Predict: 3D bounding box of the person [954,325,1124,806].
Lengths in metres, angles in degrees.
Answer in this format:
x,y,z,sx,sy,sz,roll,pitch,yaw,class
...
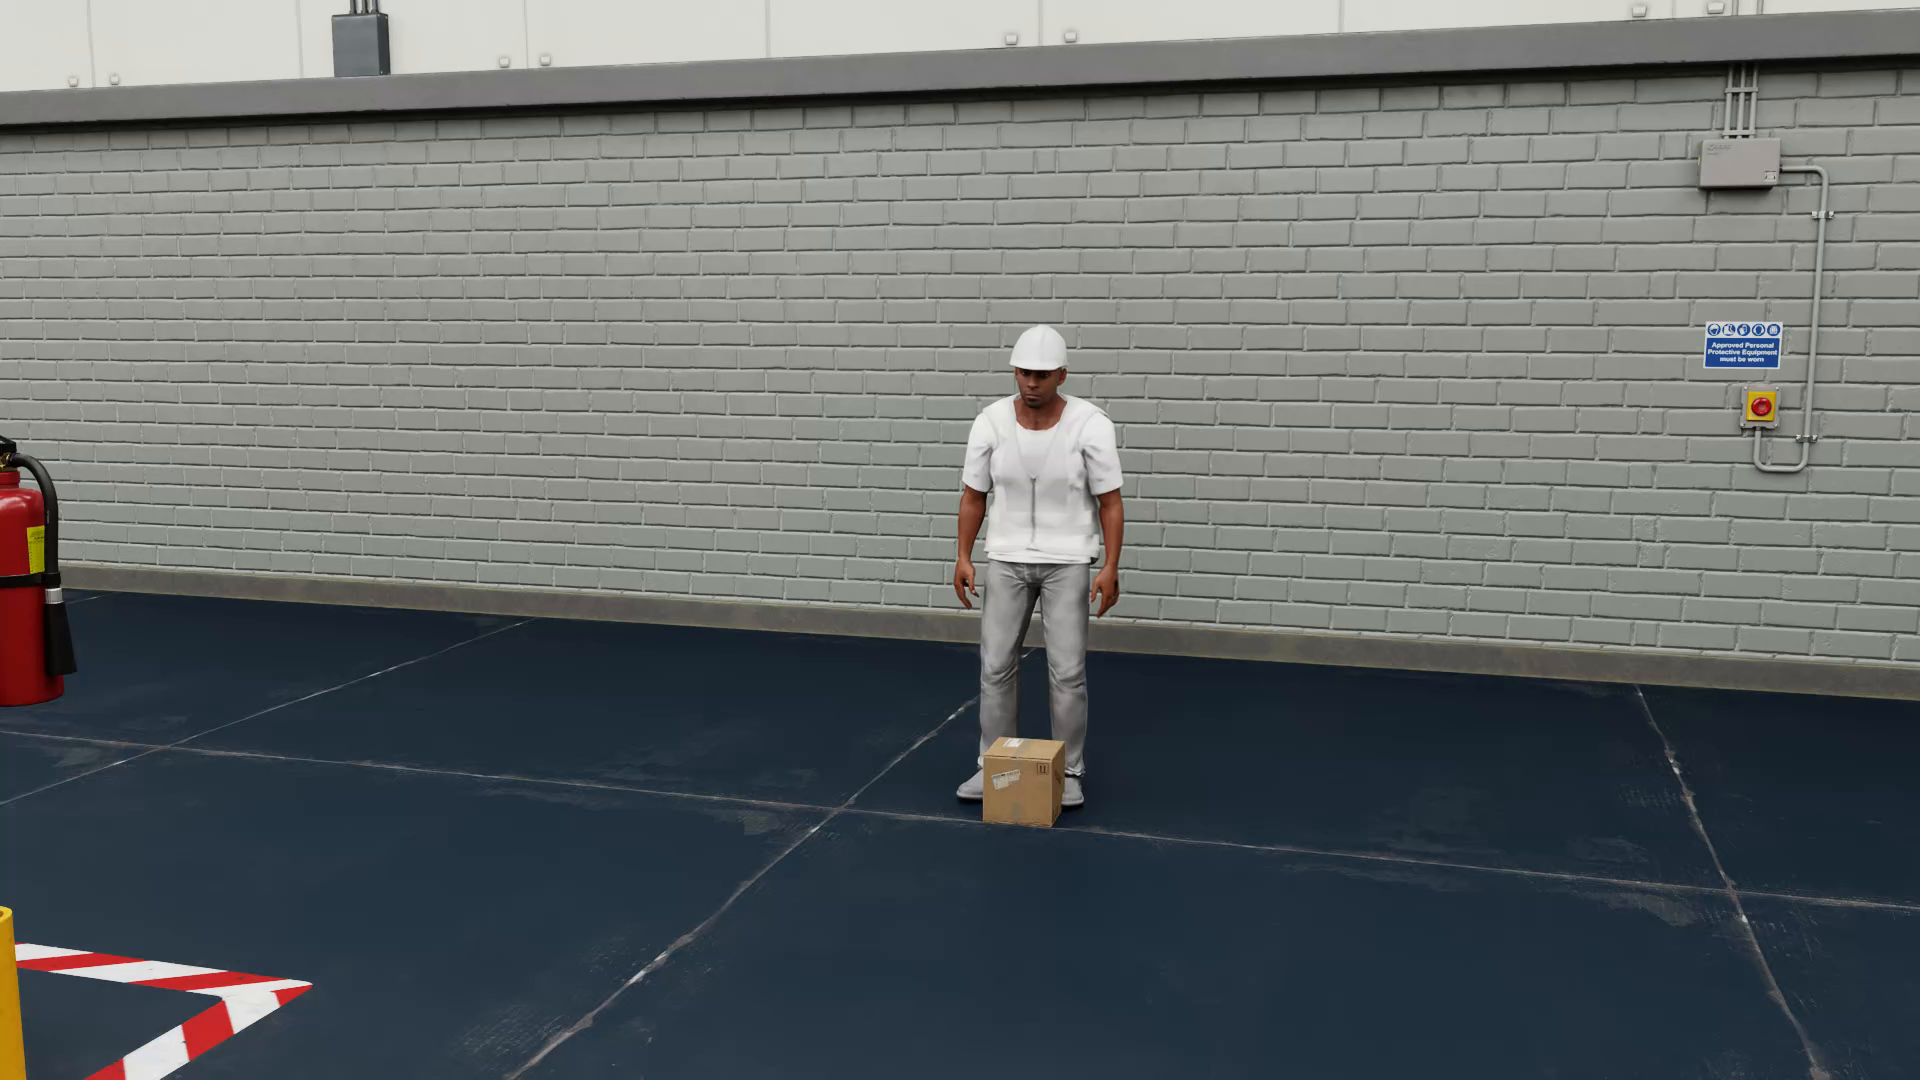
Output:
x,y,z,sx,sy,sz,roll,pitch,yaw,class
0.284,0.096,6.117,0.627,1.757,0.459,2,9,16,person
